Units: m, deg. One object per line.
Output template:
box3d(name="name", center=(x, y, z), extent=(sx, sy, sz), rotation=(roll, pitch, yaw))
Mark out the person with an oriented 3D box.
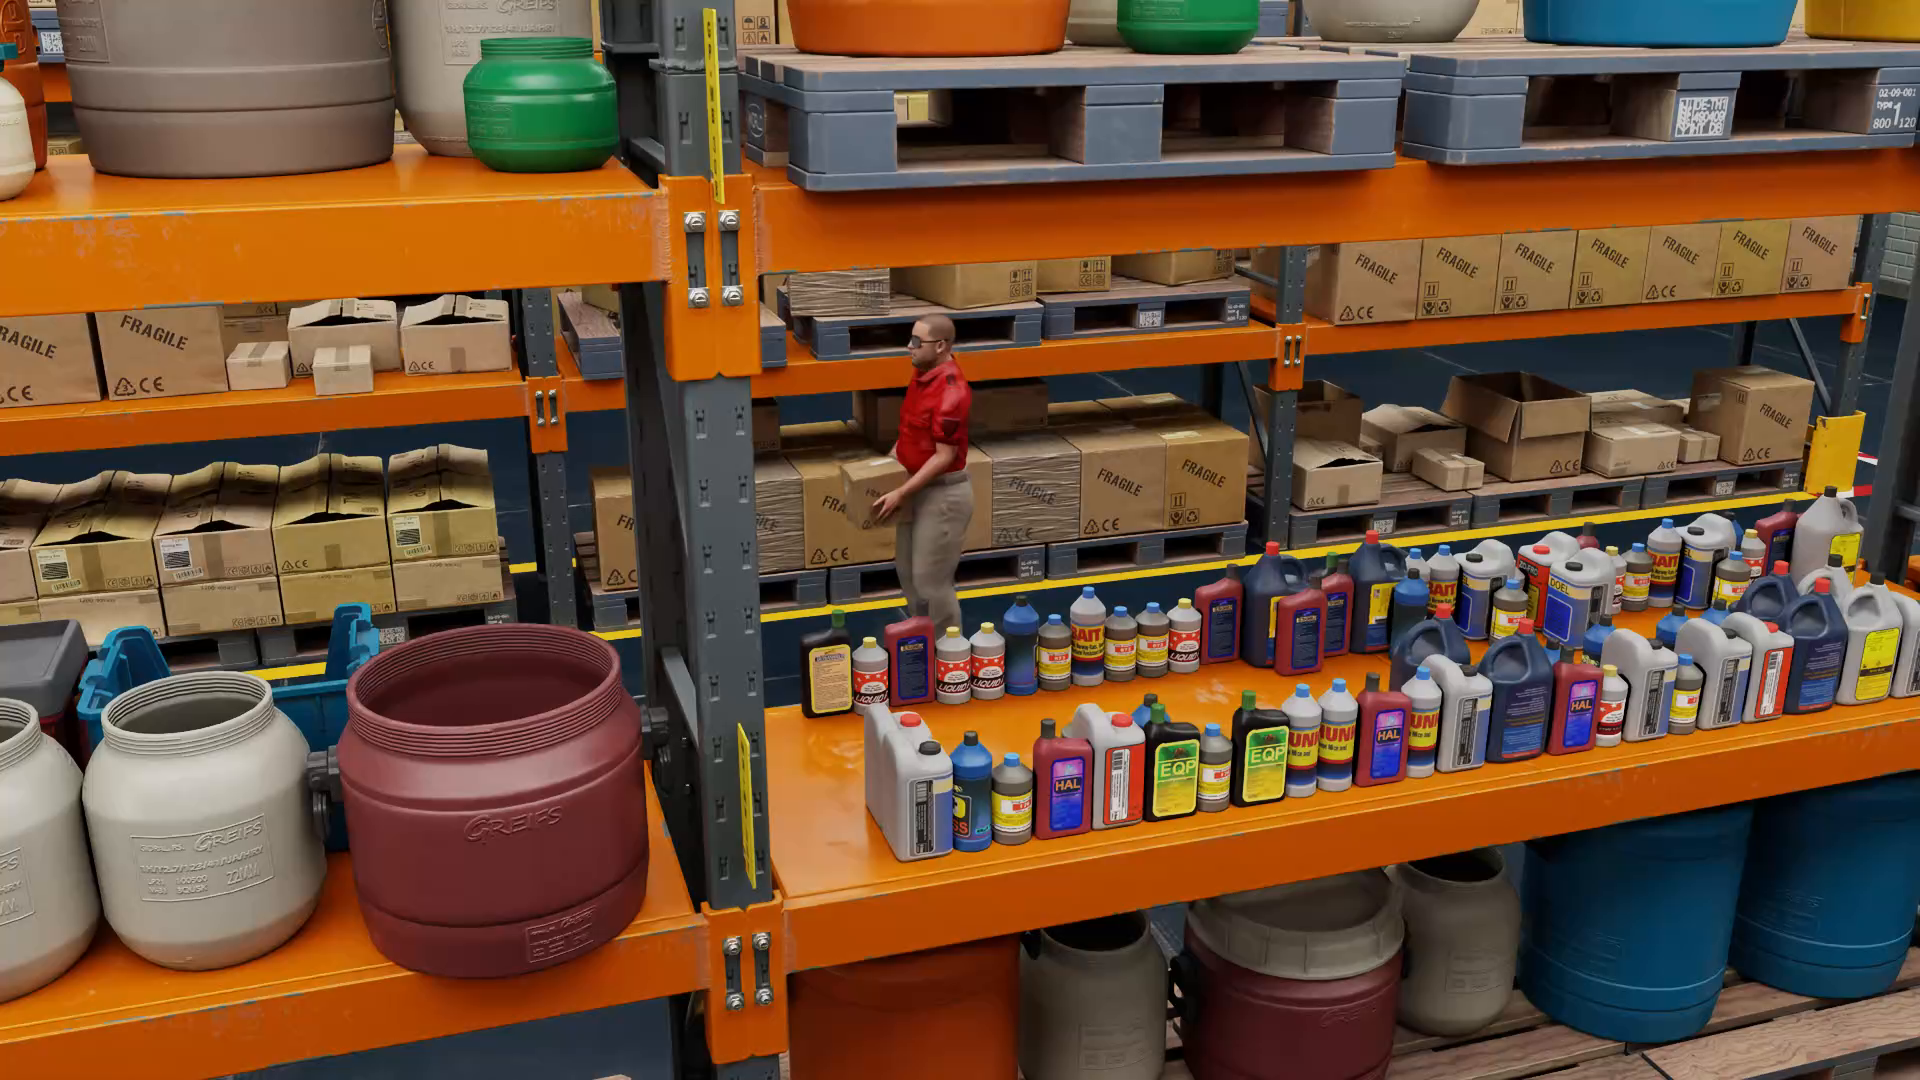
box3d(name="person", center=(-0.195, -0.176, 7.587), extent=(0.496, 1.732, 0.527), rotation=(-6, 20, -17))
